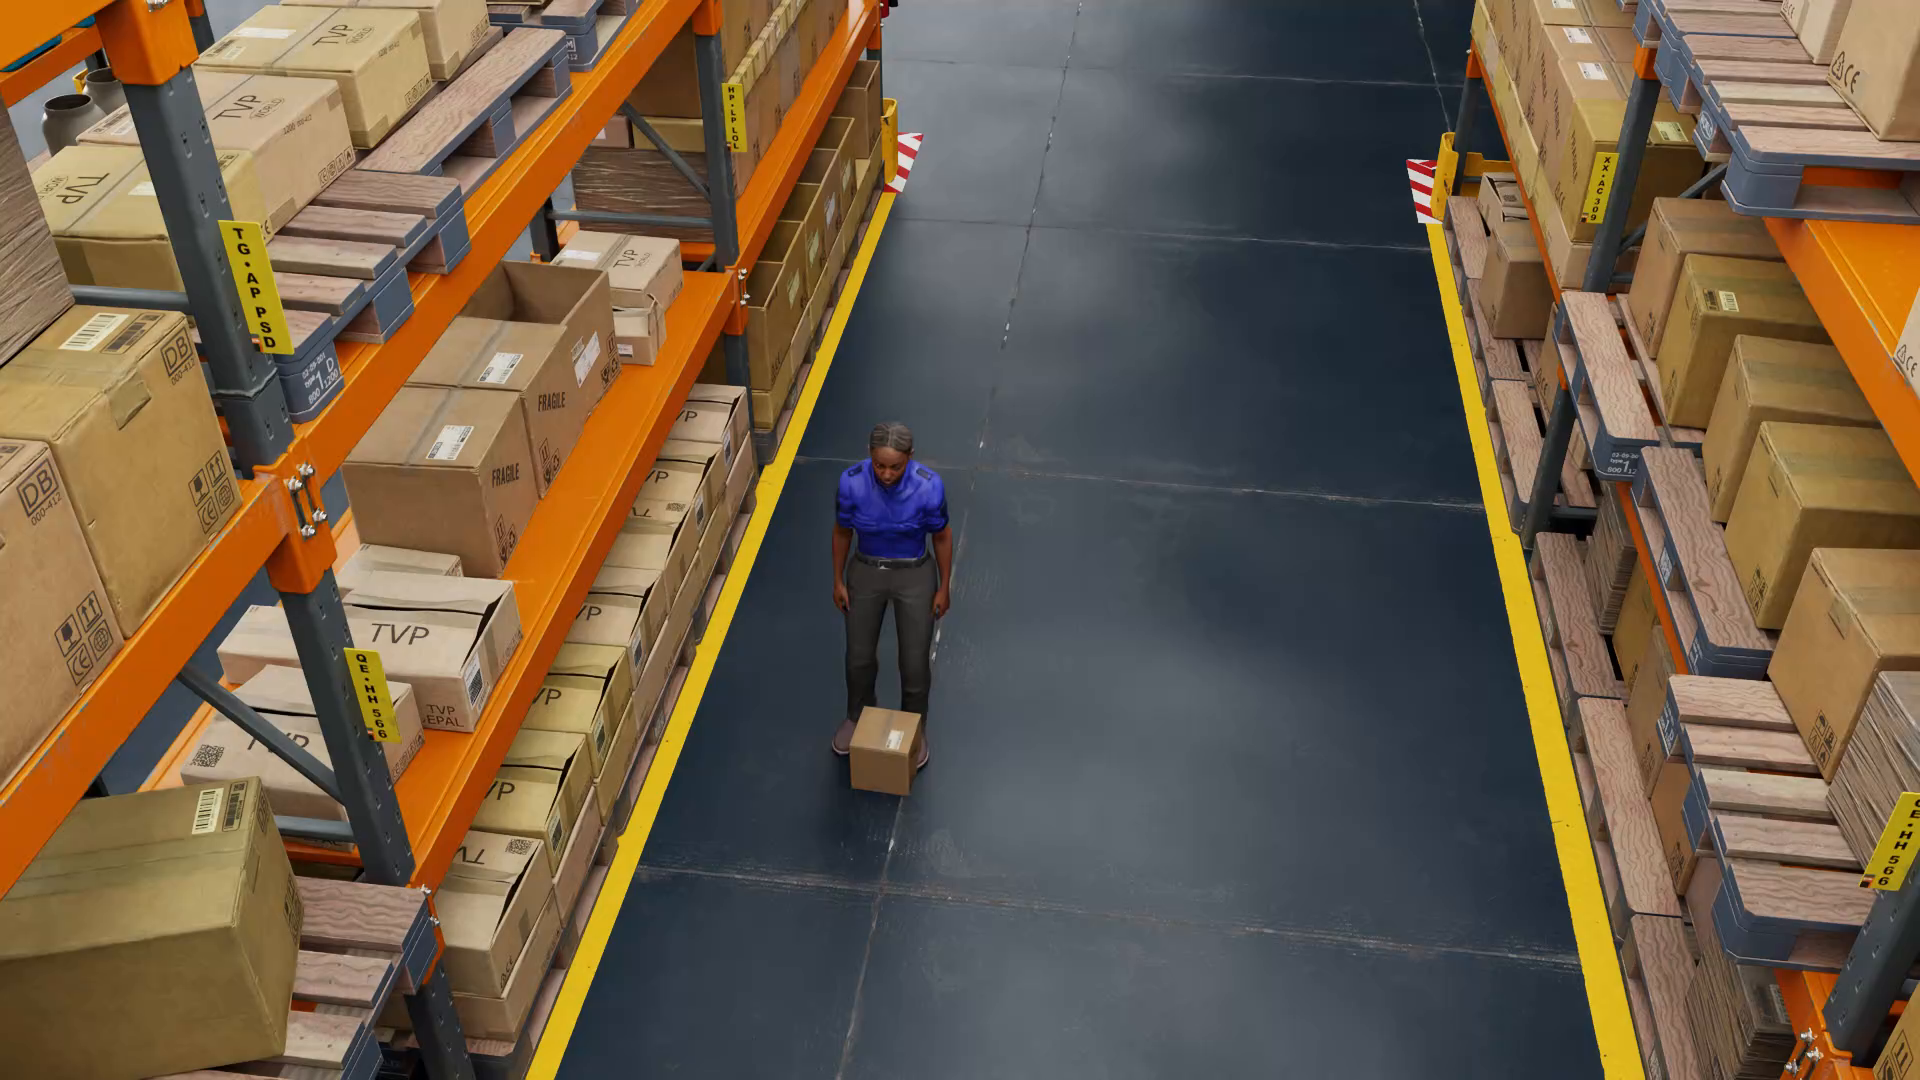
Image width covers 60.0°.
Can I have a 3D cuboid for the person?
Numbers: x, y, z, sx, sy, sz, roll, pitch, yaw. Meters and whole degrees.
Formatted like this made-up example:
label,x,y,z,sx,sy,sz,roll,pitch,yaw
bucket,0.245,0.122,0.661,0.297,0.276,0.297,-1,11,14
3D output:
label,x,y,z,sx,sy,sz,roll,pitch,yaw
person,-0.291,0.201,6.771,0.514,1.653,0.402,3,36,5
